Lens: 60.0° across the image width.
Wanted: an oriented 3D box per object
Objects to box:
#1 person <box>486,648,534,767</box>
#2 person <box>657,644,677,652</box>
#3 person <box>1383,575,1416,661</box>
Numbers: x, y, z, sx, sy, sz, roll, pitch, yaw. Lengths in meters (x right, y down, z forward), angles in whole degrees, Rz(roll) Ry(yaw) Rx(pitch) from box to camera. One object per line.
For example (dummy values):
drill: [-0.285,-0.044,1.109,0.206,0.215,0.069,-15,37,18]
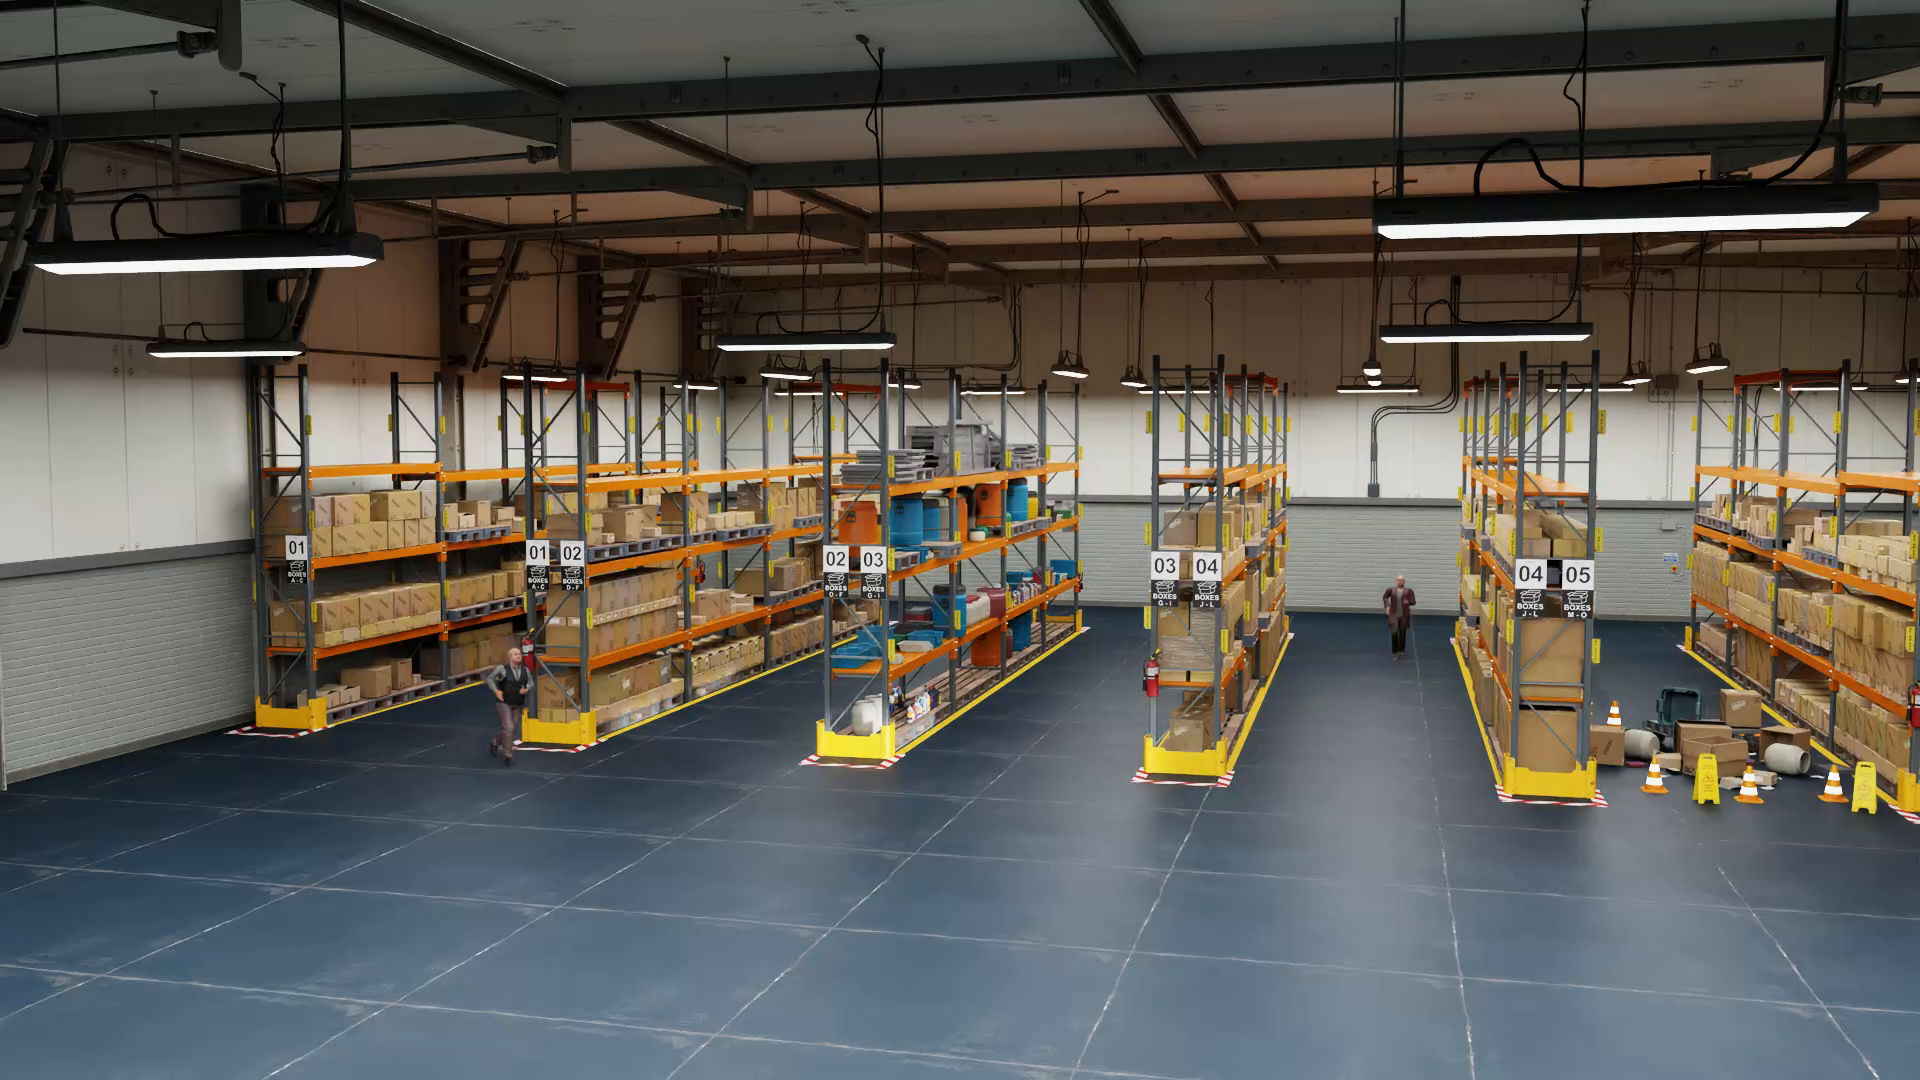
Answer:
person: [-6.686,2.465,24.784,0.690,1.717,0.866,-4,5,-42]
person: [-6.147,1.784,35.000,0.587,1.722,0.725,1,4,19]
person: [9.390,1.667,35.552,0.686,1.839,0.799,1,4,14]
